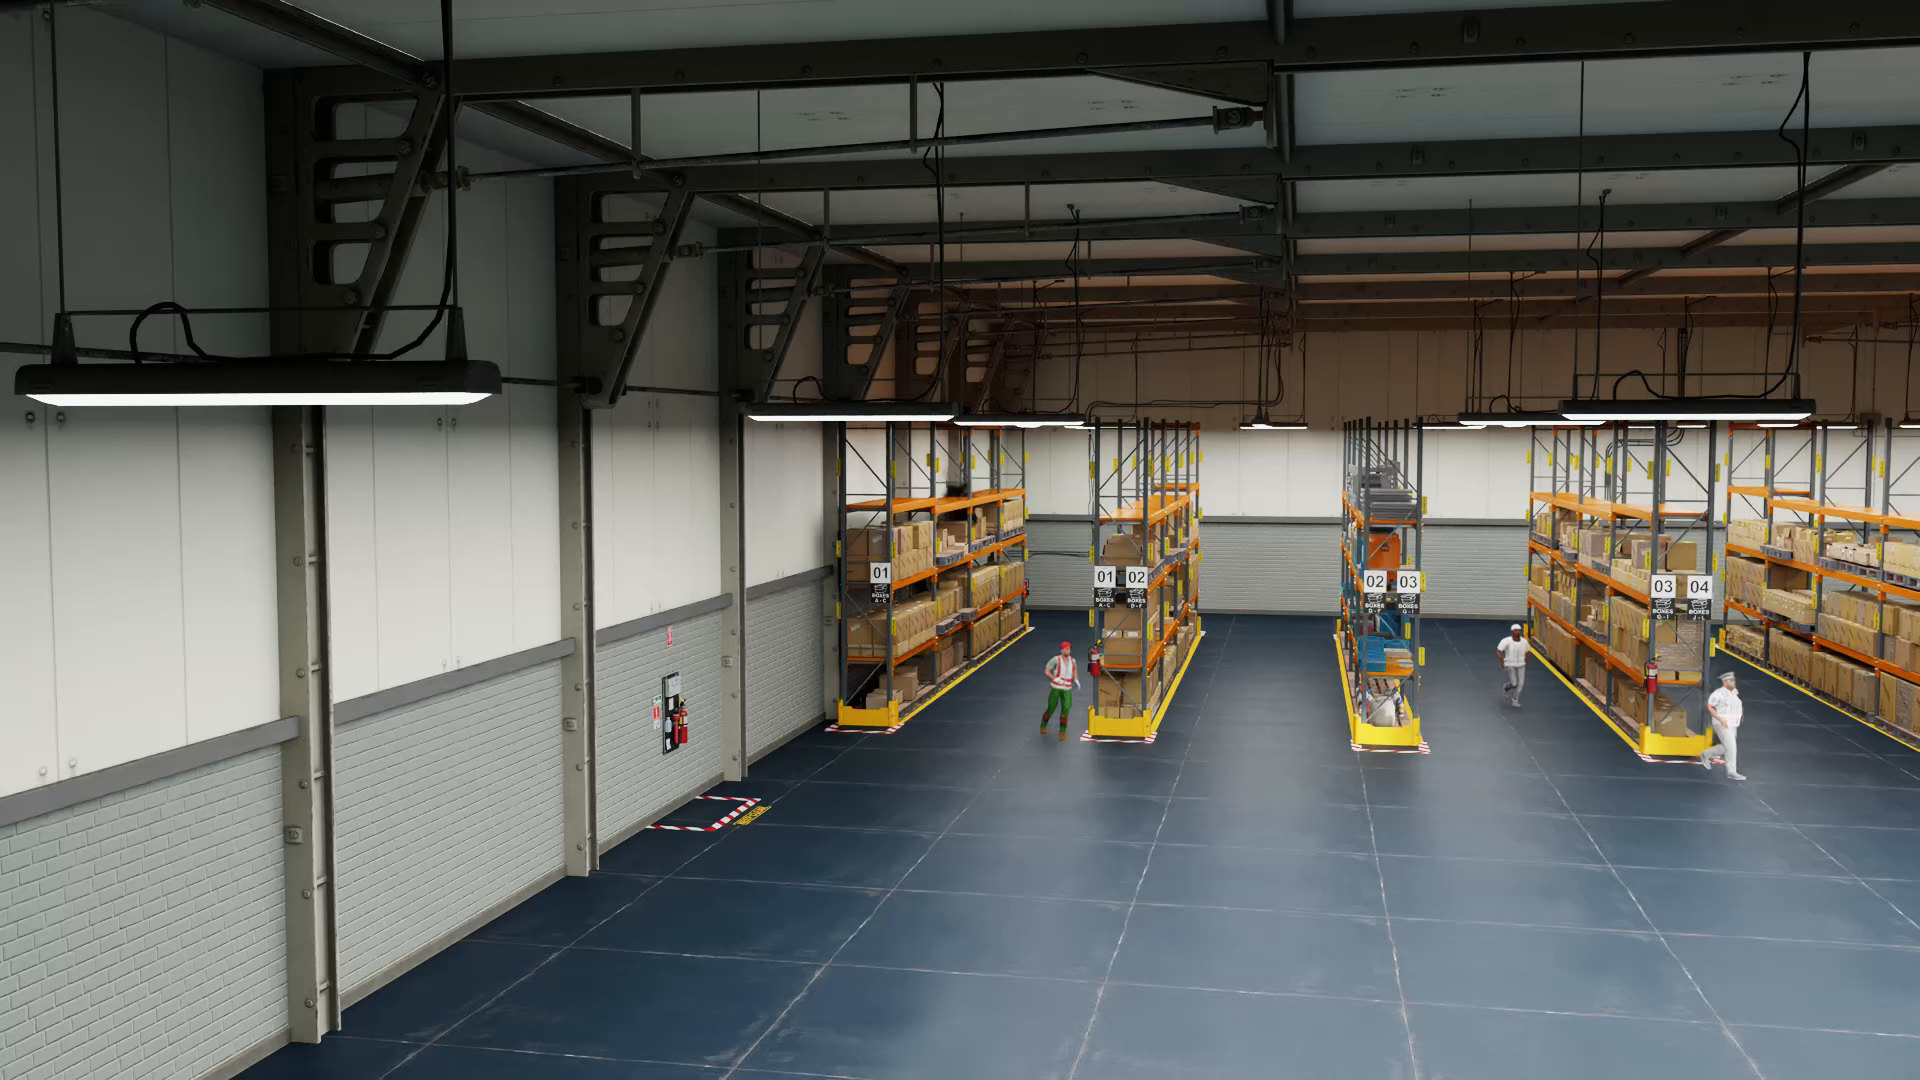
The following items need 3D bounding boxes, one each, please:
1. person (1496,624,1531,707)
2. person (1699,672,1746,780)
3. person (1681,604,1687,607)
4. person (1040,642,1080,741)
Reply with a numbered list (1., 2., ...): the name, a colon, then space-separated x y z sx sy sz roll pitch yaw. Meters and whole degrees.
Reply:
1. person: 11.576 2.612 34.706 0.718 1.722 0.618 0 4 -5
2. person: 12.648 3.036 27.504 0.658 1.766 0.841 -2 4 -33
3. person: 19.544 1.997 45.147 0.701 1.592 0.764 -3 5 -38
4. person: 1.928 2.798 31.118 0.725 1.795 0.864 -1 4 -20
